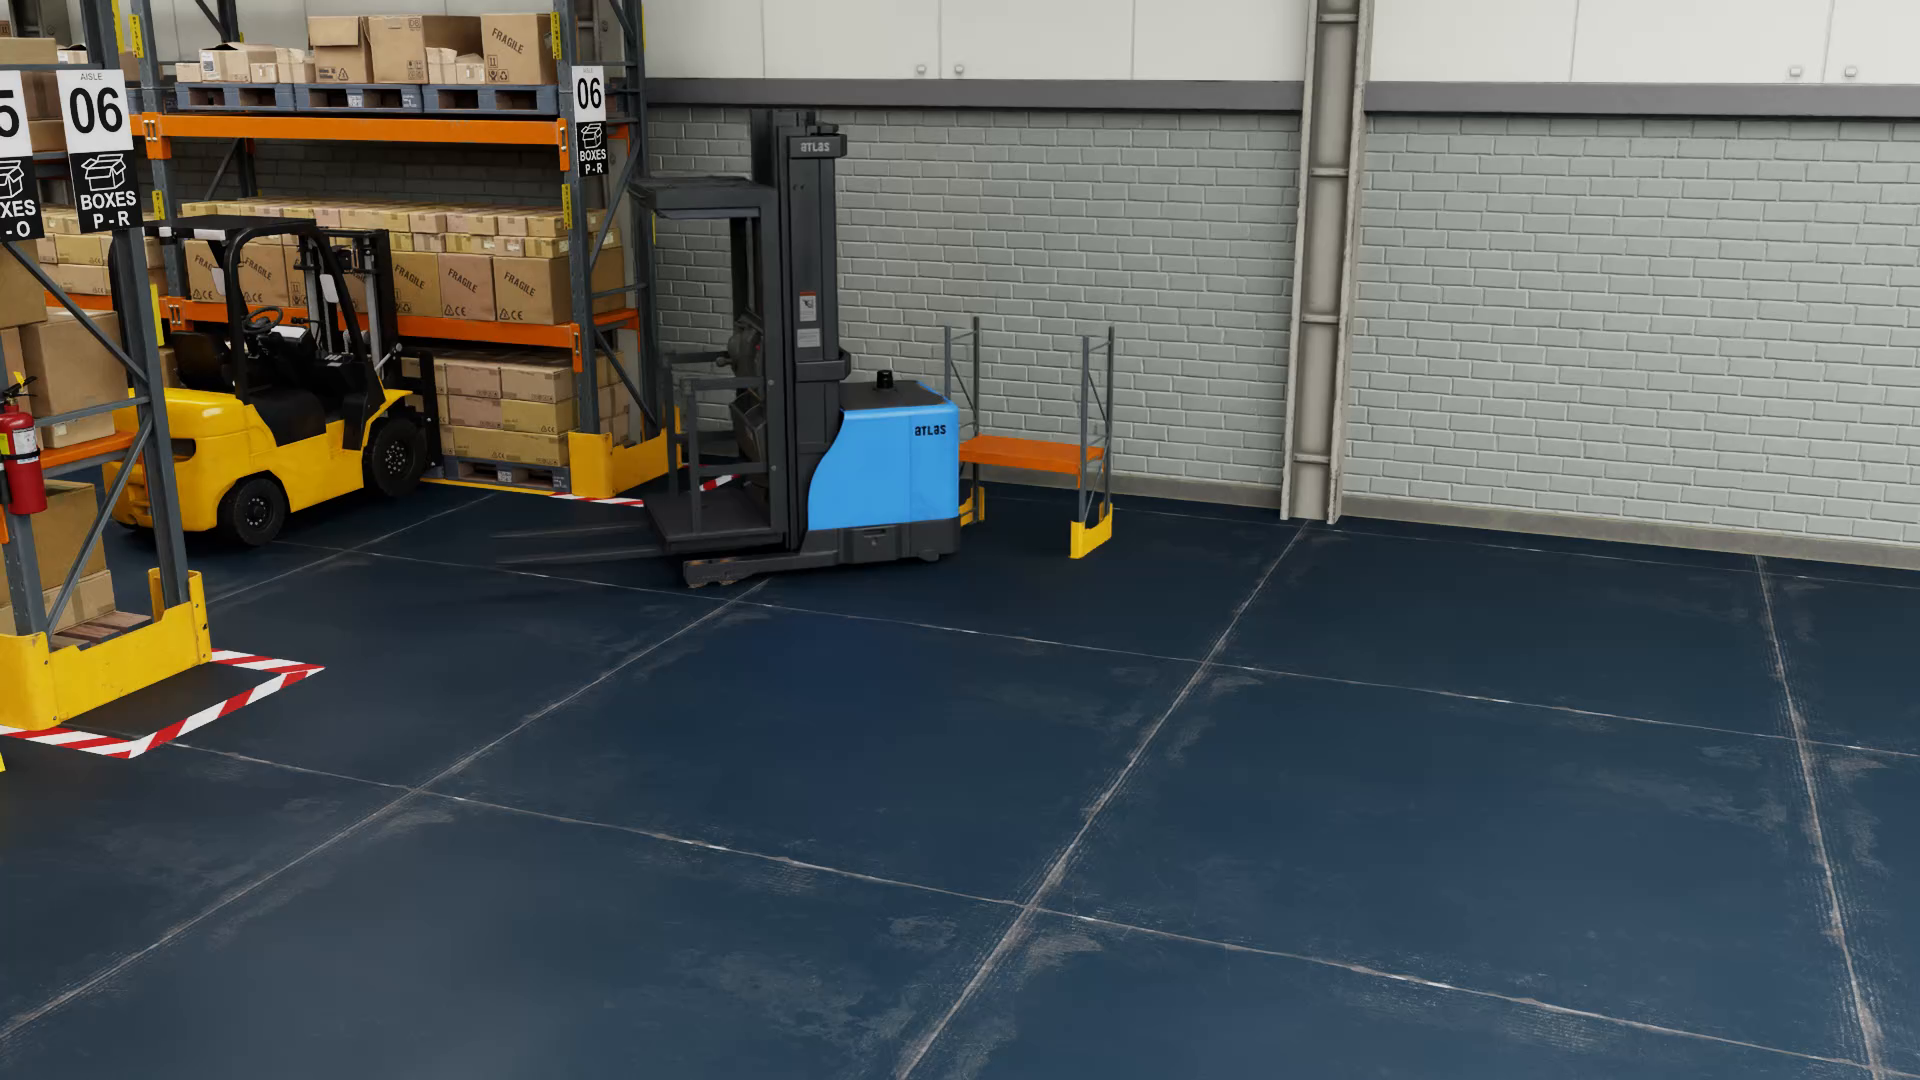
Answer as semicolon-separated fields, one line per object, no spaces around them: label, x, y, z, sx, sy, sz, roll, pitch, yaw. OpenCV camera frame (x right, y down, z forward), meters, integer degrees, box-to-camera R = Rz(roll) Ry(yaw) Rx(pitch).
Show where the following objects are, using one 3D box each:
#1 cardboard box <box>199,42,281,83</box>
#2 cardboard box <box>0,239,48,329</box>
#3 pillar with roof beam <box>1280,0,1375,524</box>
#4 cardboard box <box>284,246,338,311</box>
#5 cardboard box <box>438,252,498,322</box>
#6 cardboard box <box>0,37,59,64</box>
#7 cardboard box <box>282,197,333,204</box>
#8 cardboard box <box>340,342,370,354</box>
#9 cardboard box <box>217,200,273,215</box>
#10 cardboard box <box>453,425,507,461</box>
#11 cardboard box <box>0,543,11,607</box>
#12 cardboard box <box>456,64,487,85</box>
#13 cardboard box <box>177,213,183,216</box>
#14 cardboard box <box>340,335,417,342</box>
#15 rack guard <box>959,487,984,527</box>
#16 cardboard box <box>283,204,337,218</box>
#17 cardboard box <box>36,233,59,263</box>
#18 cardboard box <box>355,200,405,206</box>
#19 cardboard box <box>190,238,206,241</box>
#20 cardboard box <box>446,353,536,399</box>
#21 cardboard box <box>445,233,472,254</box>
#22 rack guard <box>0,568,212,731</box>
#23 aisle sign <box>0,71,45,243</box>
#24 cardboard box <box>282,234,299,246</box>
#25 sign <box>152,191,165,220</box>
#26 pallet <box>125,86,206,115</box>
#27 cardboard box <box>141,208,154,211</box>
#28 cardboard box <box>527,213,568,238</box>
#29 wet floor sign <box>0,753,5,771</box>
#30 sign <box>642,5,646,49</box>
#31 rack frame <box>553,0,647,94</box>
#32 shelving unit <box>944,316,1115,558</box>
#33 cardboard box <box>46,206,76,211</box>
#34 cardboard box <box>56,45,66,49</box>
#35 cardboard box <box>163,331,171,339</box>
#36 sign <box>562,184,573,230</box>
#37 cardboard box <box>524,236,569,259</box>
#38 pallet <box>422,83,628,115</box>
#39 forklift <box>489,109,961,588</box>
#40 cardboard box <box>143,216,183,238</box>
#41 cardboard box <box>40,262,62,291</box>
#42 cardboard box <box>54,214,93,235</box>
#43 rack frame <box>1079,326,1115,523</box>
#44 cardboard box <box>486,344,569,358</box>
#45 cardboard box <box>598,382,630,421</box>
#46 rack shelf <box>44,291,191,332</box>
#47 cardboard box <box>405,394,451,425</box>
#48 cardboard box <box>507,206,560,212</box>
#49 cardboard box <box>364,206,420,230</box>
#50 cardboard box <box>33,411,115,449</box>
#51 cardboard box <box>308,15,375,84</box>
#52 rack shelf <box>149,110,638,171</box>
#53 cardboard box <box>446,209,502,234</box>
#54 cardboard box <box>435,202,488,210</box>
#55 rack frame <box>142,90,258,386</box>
cardboard box;-5.714;-3.832;13.339;0.500;0.311;0.500;7;17;22
cardboard box;-5.051;-1.302;8.273;0.500;0.500;0.700;6;17;19
pillar with roof beam;1.007;-3.379;7.172;0.400;9.000;9.100;6;17;21
cardboard box;-5.120;-2.167;13.578;0.500;0.500;0.500;6;17;20
cardboard box;-3.711;-2.009;13.034;0.500;0.500;0.500;7;18;22
cardboard box;-4.751;-2.428;8.296;0.250;0.149;0.380;6;17;20
cardboard box;-5.521;-2.820;14.133;0.250;0.149;0.380;6;17;20
cardboard box;-5.125;-1.460;13.708;0.500;0.250;0.500;7;18;23
cardboard box;-5.928;-2.727;13.809;0.250;0.149;0.380;7;17;21
cardboard box;-3.690;-0.824;13.310;0.500;0.250;0.500;6;17;21
cardboard box;-5.336;0.109;8.752;0.500;0.500;0.500;6;17;21
cardboard box;-3.560;-3.499;12.483;0.250;0.149;0.380;6;17;19
cardboard box;-6.647;-2.784;14.539;0.250;0.149;0.380;6;17;19
cardboard box;-4.927;-1.590;14.157;0.500;0.250;0.500;6;17;21
rack guard;0.016;-0.195;11.898;0.087;0.250;0.587;8;18;25
cardboard box;-5.241;-2.626;13.461;0.250;0.149;0.380;6;17;20
cardboard box;-7.904;-2.589;14.584;0.500;0.250;0.500;7;17;22
cardboard box;-4.811;-2.741;13.859;0.250;0.149;0.380;6;17;20
cardboard box;-6.199;-2.591;13.876;0.250;0.149;0.380;6;17;20
cardboard box;-3.698;-1.302;13.162;0.500;0.250;0.500;7;17;22
cardboard box;-3.797;-2.335;12.993;0.250;0.149;0.380;6;17;20
rack guard;-4.566;0.557;8.858;0.348;0.500;1.175;6;17;21
aisle sign;-4.544;-1.802;7.839;0.004;0.787;0.394;6;17;21
cardboard box;-5.259;-2.474;13.472;0.250;0.149;0.380;6;17;20
sign;-6.589;-2.709;13.689;0.005;0.325;0.100;6;17;21
pallet;-7.224;-3.768;14.235;1.217;0.209;0.805;6;17;18
cardboard box;-7.355;-2.871;14.840;0.250;0.149;0.380;6;17;20
cardboard box;-3.088;-2.408;12.710;0.250;0.149;0.380;6;17;21
wet floor sign;-4.711;0.792;7.788;0.232;0.644;0.267;14;21;40
sign;-2.468;-3.965;12.861;0.005;0.325;0.100;6;17;21
rack frame;-2.678;-4.804;12.082;0.127;3.000;1.000;6;17;21
shelving unit;0.462;-0.734;11.511;1.083;1.500;0.587;8;18;25
cardboard box;-8.048;-2.952;15.118;0.250;0.149;0.380;6;17;21
cardboard box;-7.876;-4.069;14.157;0.500;0.311;0.500;6;17;19
cardboard box;-7.607;-1.526;15.054;0.625;0.625;0.875;6;17;20
sign;-2.890;-2.454;12.244;0.005;0.325;0.100;6;17;21
cardboard box;-3.103;-2.246;12.686;0.250;0.149;0.380;7;17;21
pallet;-3.326;-3.400;12.785;1.213;0.211;1.003;6;17;21
forklift;-1.569;-1.267;10.782;3.031;2.935;1.130;-5;17;-17
cardboard box;-6.798;-2.669;14.145;0.250;0.149;0.380;7;18;23
cardboard box;-7.884;-2.353;14.667;0.500;0.250;0.500;6;17;21
cardboard box;-7.546;-2.722;14.328;0.250;0.149;0.380;6;17;19
rack frame;0.926;-0.670;11.290;0.032;1.500;0.500;8;18;25
cardboard box;-3.521;-1.433;13.615;0.500;0.250;0.500;6;17;21
cardboard box;-3.039;-1.146;13.525;0.500;0.250;0.500;7;17;22
rack shelf;-8.259;-2.192;15.133;4.000;0.370;1.077;6;17;21
cardboard box;-4.196;-1.115;13.415;0.500;0.250;0.500;6;17;19
cardboard box;-3.394;-2.574;13.284;0.250;0.149;0.380;7;17;22
cardboard box;-4.517;-2.563;13.246;0.250;0.149;0.380;7;17;21
cardboard box;-4.736;-0.603;8.822;0.250;0.149;0.380;6;17;21
cardboard box;-4.625;-3.846;13.042;0.637;0.503;0.797;7;18;22
rack shelf;-4.538;-3.223;13.305;4.000;0.370;1.077;6;17;21
cardboard box;-3.787;-2.489;12.992;0.250;0.149;0.380;6;17;21
cardboard box;-4.081;-2.676;13.636;0.250;0.149;0.380;6;17;19
rack frame;-6.399;-2.332;14.328;0.127;3.000;1.000;6;17;21
